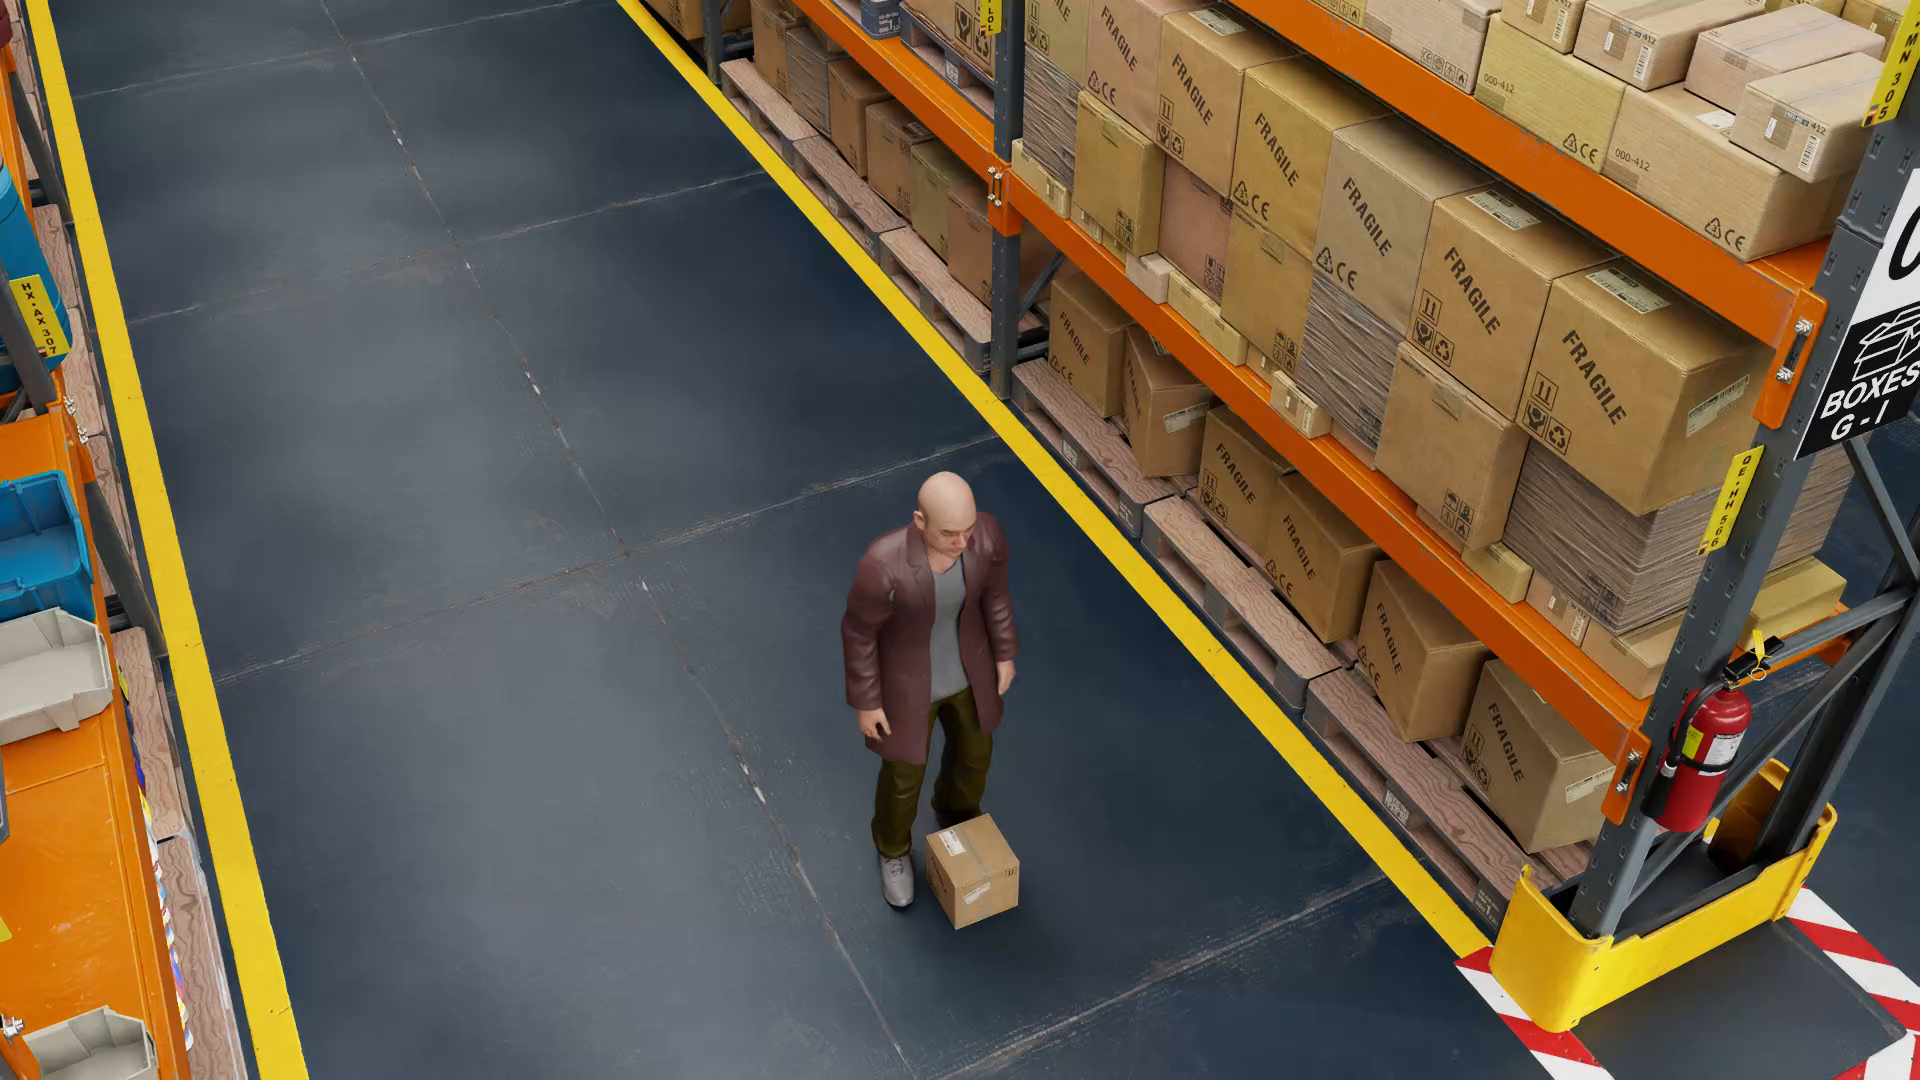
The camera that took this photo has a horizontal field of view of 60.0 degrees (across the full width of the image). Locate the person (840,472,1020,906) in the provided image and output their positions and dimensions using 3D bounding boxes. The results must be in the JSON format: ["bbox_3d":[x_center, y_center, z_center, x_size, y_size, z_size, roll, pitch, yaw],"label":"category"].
[{"bbox_3d":[-0.085,0.469,5.625,0.640,1.773,0.427,-19,44,-21],"label":"person"}]
